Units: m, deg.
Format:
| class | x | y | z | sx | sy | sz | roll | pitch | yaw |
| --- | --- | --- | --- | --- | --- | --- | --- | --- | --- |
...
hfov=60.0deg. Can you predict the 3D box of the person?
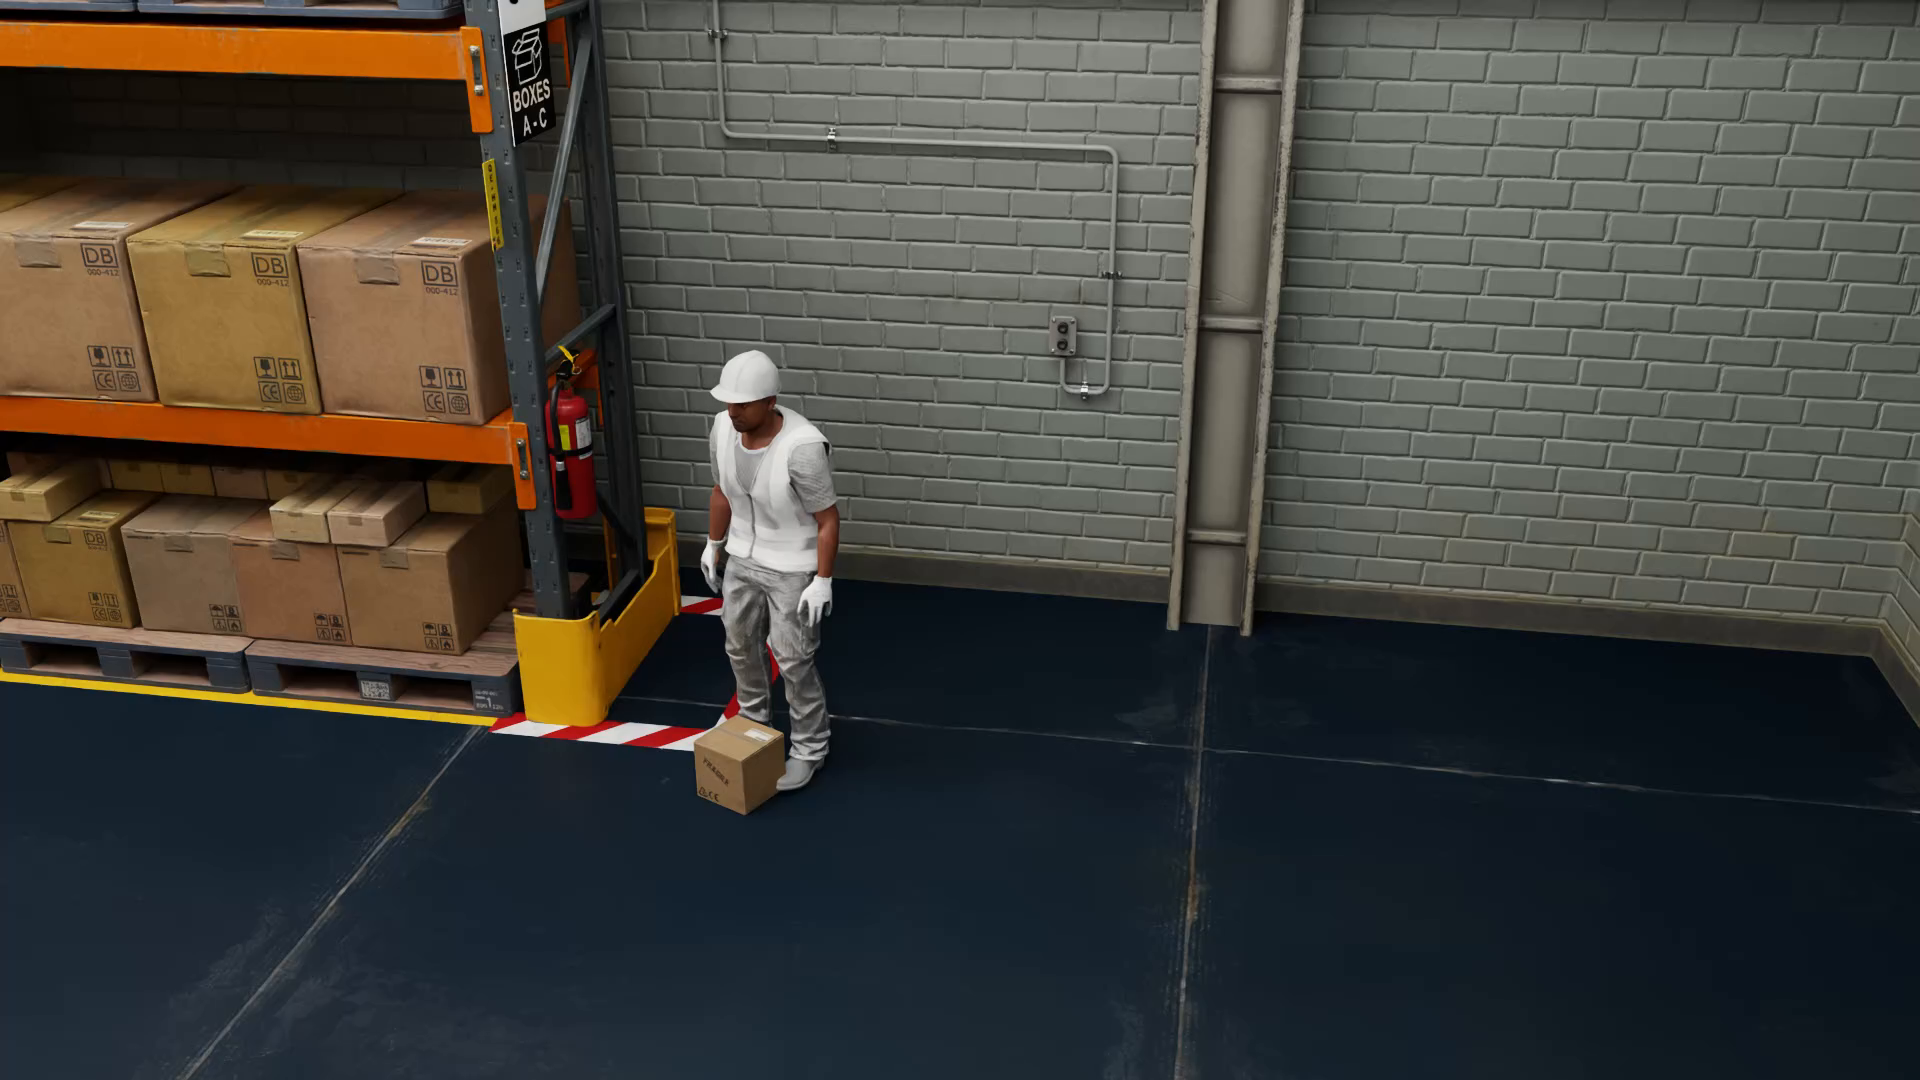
| class | x | y | z | sx | sy | sz | roll | pitch | yaw |
| --- | --- | --- | --- | --- | --- | --- | --- | --- | --- |
| person | -0.733 | 0.108 | 6.358 | 0.622 | 1.774 | 0.454 | 17 | 30 | 32 |
